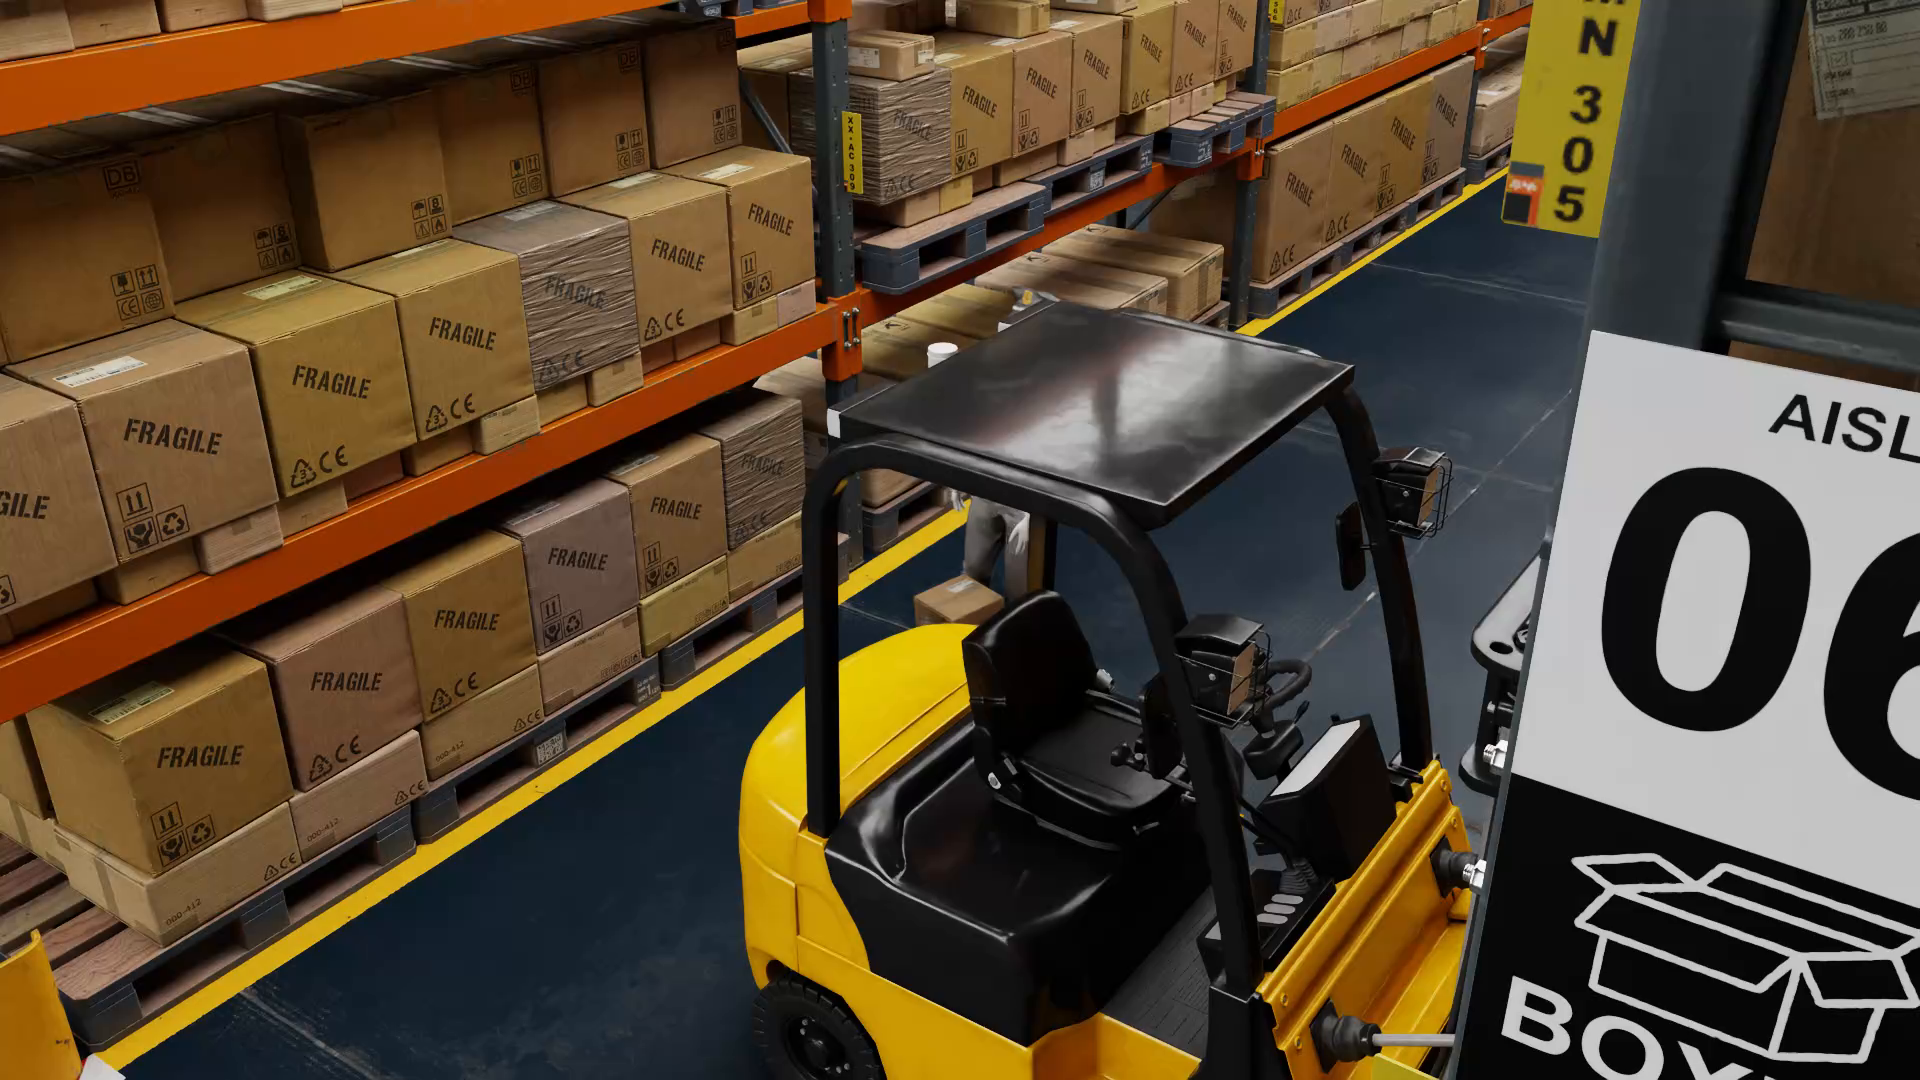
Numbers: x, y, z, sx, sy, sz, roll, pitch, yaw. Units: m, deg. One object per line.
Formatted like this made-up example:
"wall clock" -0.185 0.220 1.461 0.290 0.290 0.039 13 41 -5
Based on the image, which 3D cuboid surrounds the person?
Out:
"person" 0.157 -0.154 6.361 0.540 1.696 0.564 -19 32 -32
